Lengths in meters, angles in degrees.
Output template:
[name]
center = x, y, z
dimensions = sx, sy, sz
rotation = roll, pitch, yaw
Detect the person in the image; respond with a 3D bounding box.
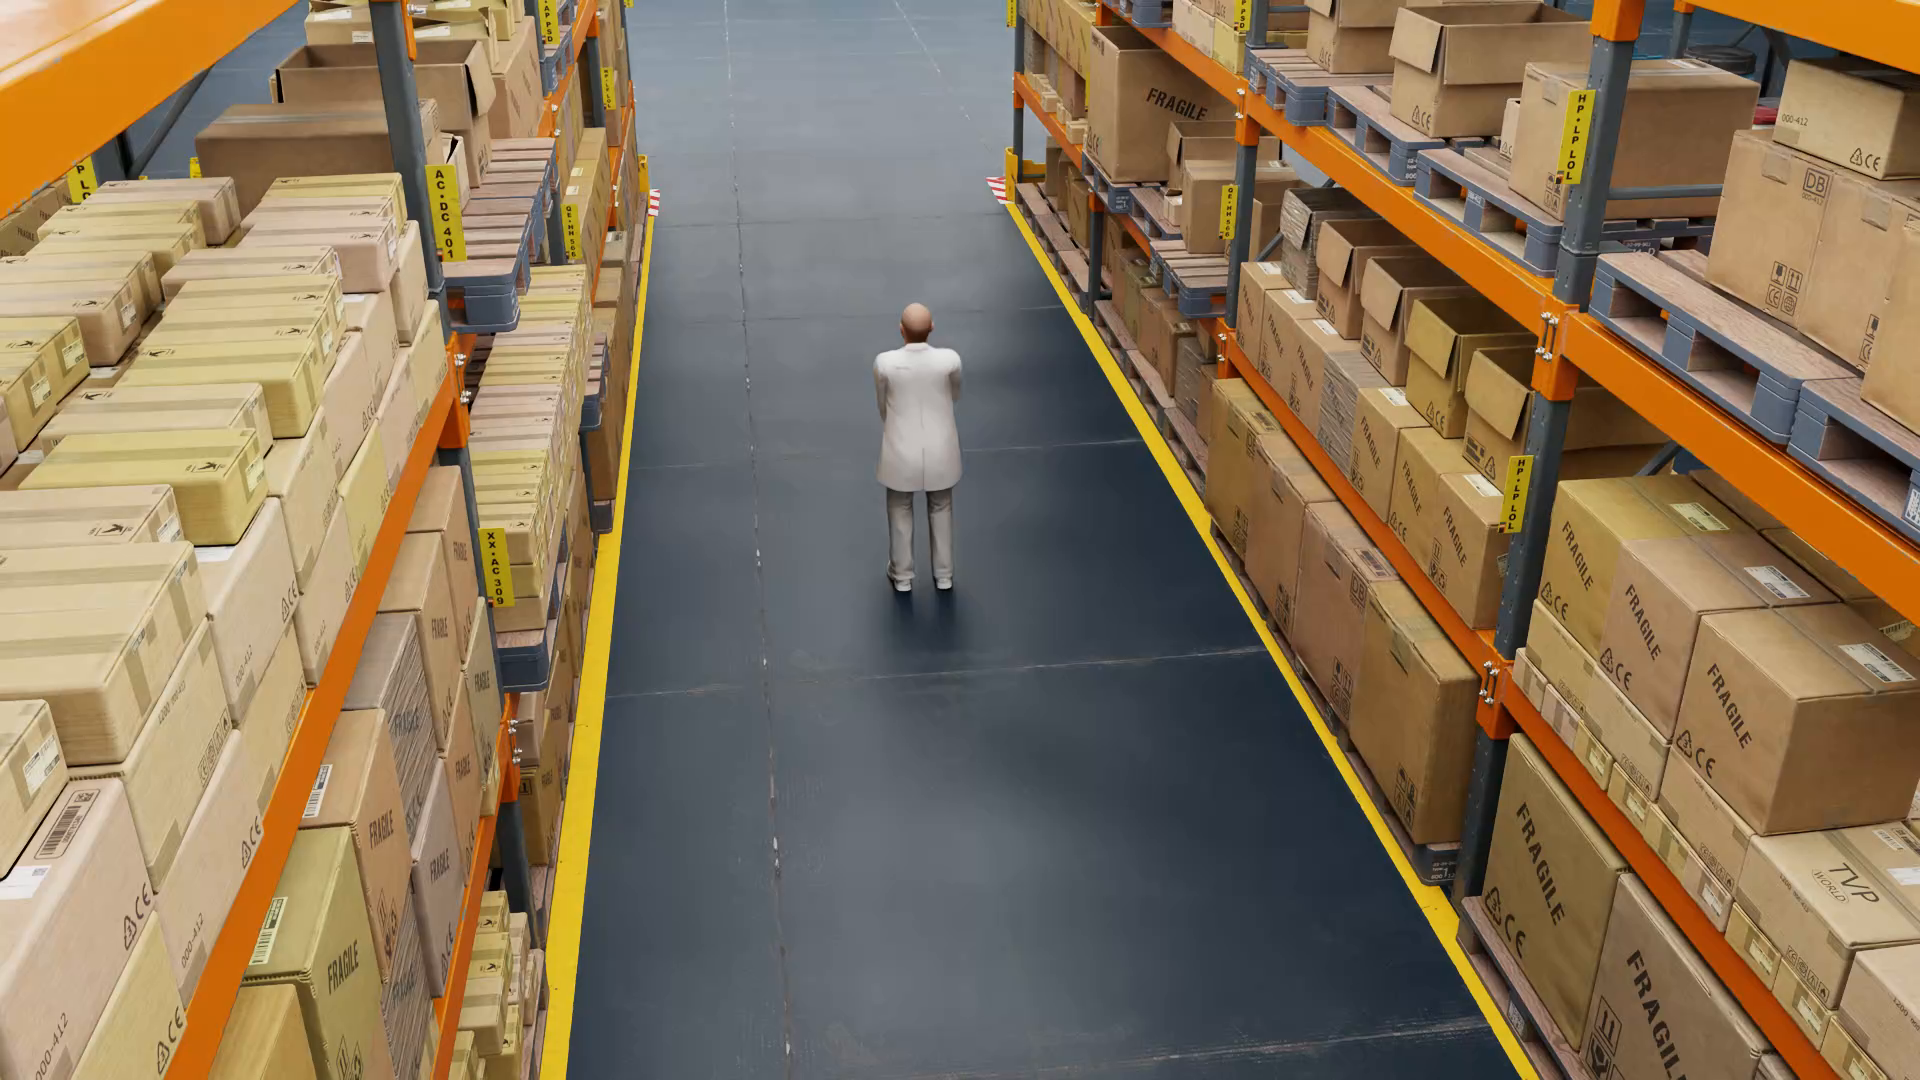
[person]
center = -0.267, -0.546, 9.717
dimensions = 0.652, 1.773, 0.426
rotation = -5, 27, -10
